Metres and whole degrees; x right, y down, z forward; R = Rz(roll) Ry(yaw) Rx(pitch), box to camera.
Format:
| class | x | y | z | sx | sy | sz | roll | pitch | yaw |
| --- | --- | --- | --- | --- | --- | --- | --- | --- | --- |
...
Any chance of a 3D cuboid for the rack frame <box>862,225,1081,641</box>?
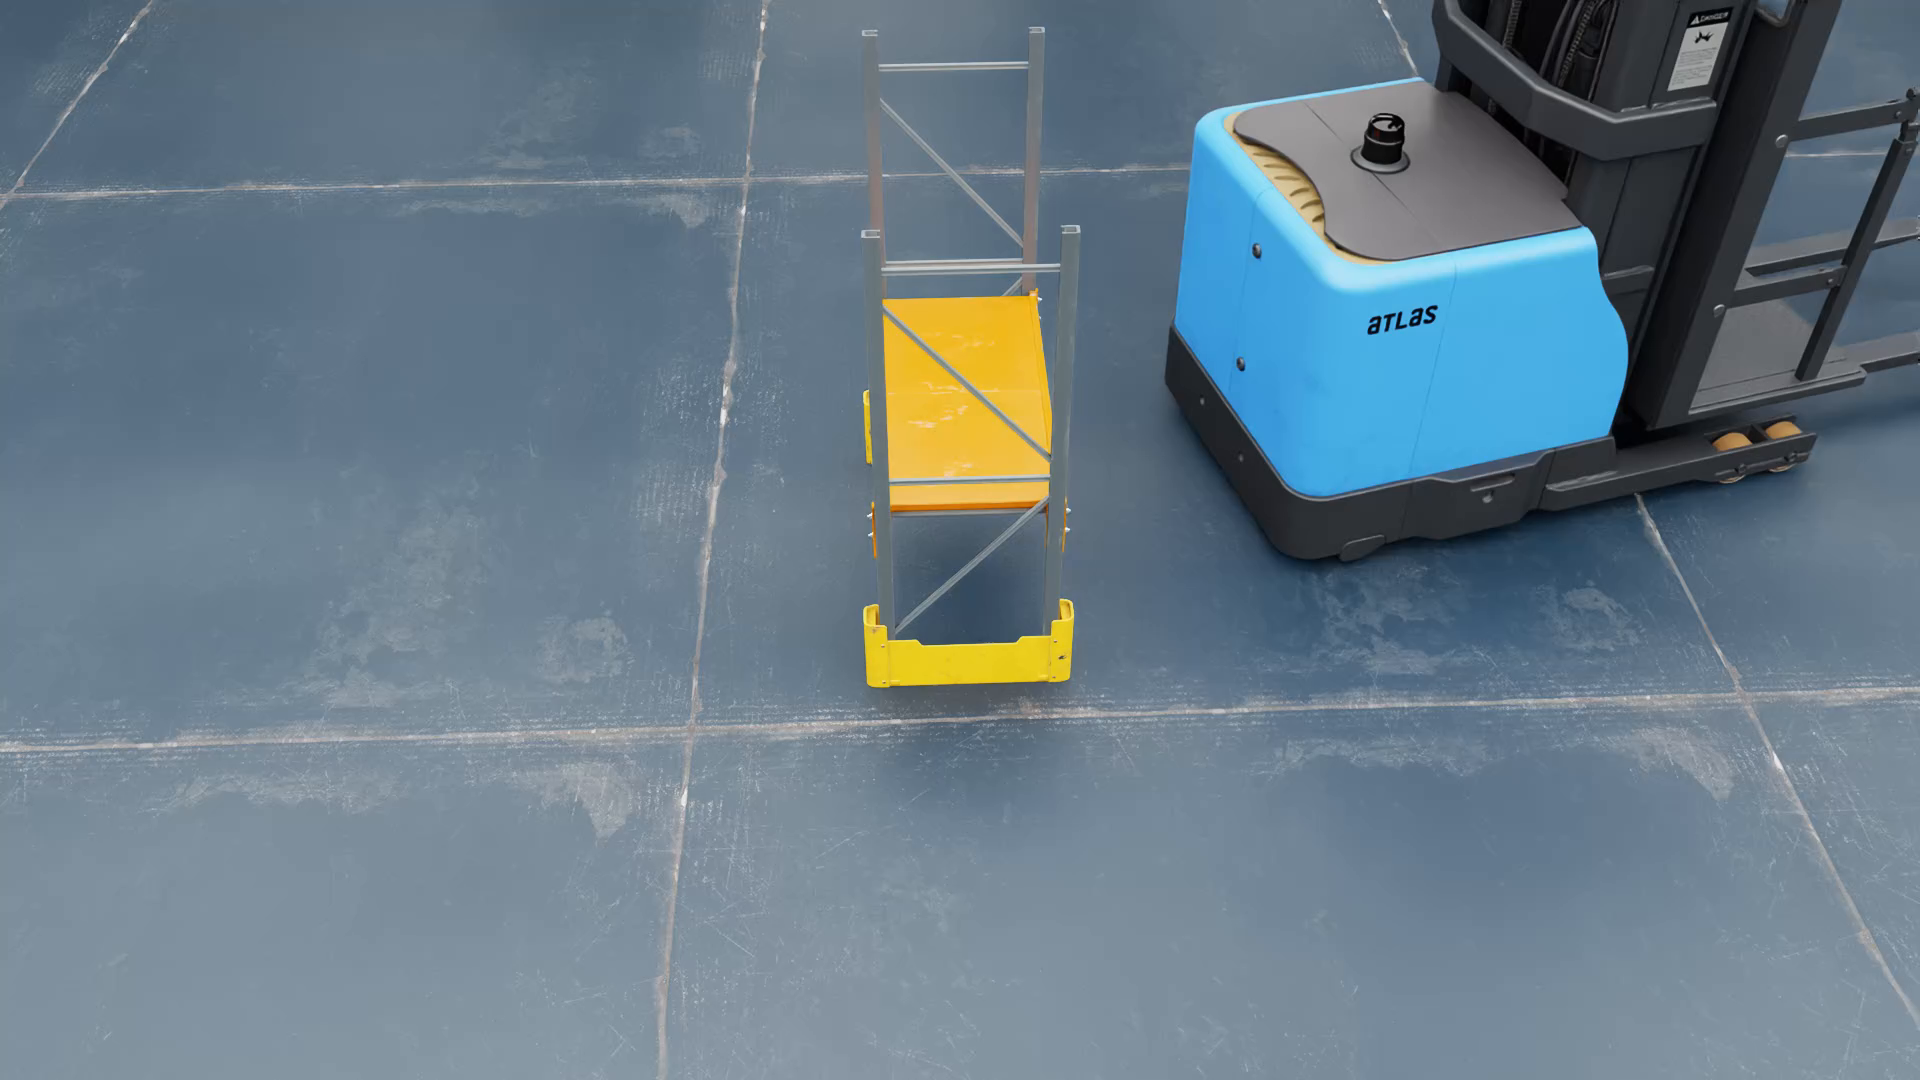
| class | x | y | z | sx | sy | sz | roll | pitch | yaw |
| --- | --- | --- | --- | --- | --- | --- | --- | --- | --- |
| rack frame | 0.025 | -0.152 | 4.306 | 0.500 | 1.500 | 0.032 | -2 | 43 | -2 |

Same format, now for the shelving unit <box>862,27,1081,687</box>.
| class | x | y | z | sx | sy | sz | roll | pitch | yaw |
| --- | --- | --- | --- | --- | --- | --- | --- | --- | --- |
| shelving unit | 0.003 | -0.501 | 4.687 | 0.587 | 1.500 | 1.083 | -2 | 43 | -2 |

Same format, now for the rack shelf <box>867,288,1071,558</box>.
| class | x | y | z | sx | sy | sz | roll | pitch | yaw |
| --- | --- | --- | --- | --- | --- | --- | --- | --- | --- |
| rack shelf | 0.004 | -0.363 | 4.802 | 0.538 | 0.185 | 1.000 | -2 | 43 | -2 |

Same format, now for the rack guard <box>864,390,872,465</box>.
| class | x | y | z | sx | sy | sz | roll | pitch | yaw |
| --- | --- | --- | --- | --- | --- | --- | --- | --- | --- |
| rack guard | -0.018 | -0.377 | 5.476 | 0.587 | 0.250 | 0.087 | -2 | 43 | -2 |

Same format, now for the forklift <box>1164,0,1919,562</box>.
| class | x | y | z | sx | sy | sz | roll | pitch | yaw |
| --- | --- | --- | --- | --- | --- | --- | --- | --- | --- |
| forklift | 2.282 | -1.595 | 4.821 | 3.031 | 2.935 | 1.130 | -12 | 44 | -13 |

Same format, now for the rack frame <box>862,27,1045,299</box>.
| class | x | y | z | sx | sy | sz | roll | pitch | yaw |
| --- | --- | --- | --- | --- | --- | --- | --- | --- | --- |
| rack frame | -0.018 | -0.838 | 5.055 | 0.500 | 1.500 | 0.032 | -2 | 43 | -2 |

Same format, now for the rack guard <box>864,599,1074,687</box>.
| class | x | y | z | sx | sy | sz | roll | pitch | yaw |
| --- | --- | --- | --- | --- | --- | --- | --- | --- | --- |
| rack guard | 0.024 | 0.296 | 4.743 | 0.587 | 0.250 | 0.087 | -2 | 43 | -2 |
